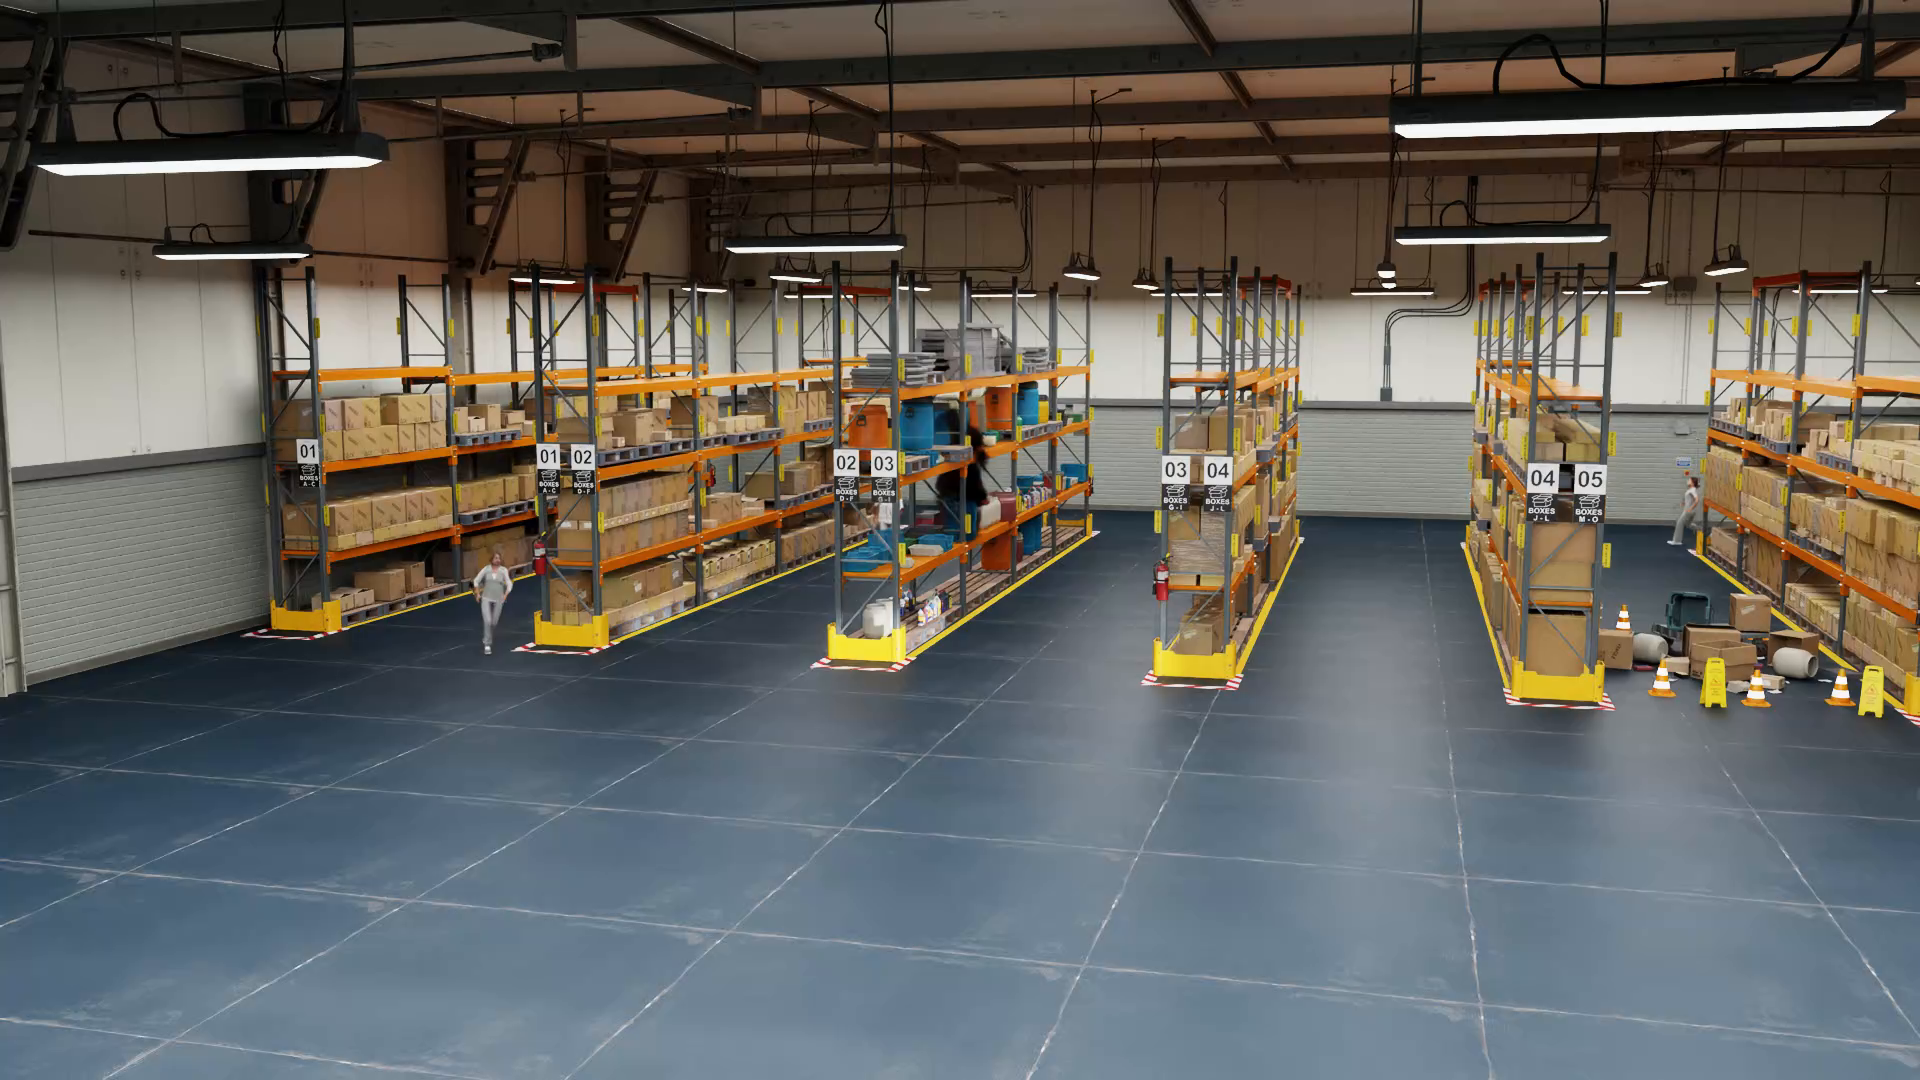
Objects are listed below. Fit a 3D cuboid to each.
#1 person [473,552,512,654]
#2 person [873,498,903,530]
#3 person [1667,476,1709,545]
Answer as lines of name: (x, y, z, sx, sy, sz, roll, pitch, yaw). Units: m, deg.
person: (-7.289, 0.958, 25.966, 0.586, 1.569, 0.621, -3, 8, -20)
person: (-1.544, -0.370, 35.467, 0.675, 1.741, 0.672, 0, 7, 2)
person: (16.792, -0.663, 38.250, 0.893, 1.623, 0.625, 3, 8, 23)
